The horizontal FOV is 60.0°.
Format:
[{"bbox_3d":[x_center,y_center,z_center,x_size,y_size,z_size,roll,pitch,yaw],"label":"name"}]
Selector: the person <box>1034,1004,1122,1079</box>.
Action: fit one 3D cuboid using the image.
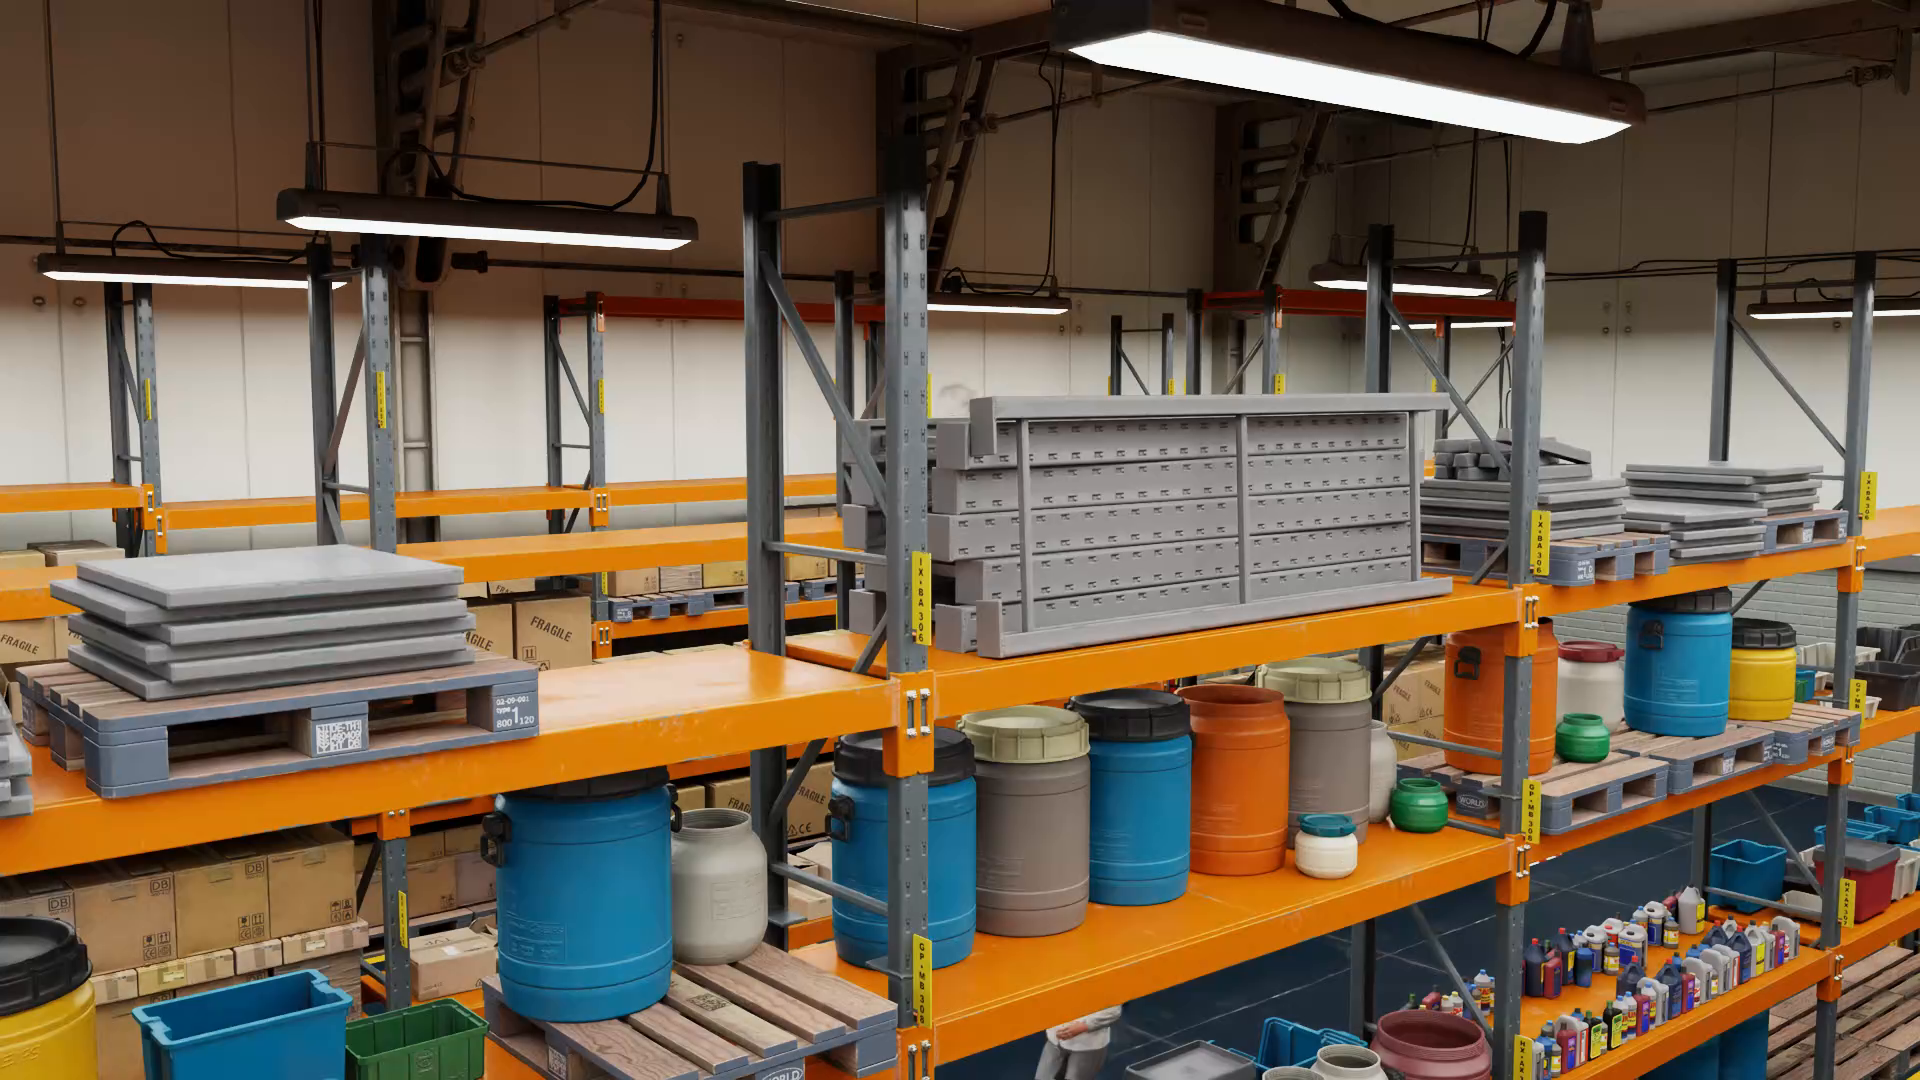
[{"bbox_3d":[0.758,3.264,10.876,0.593,1.739,0.688,-5,7,-42],"label":"person"}]
